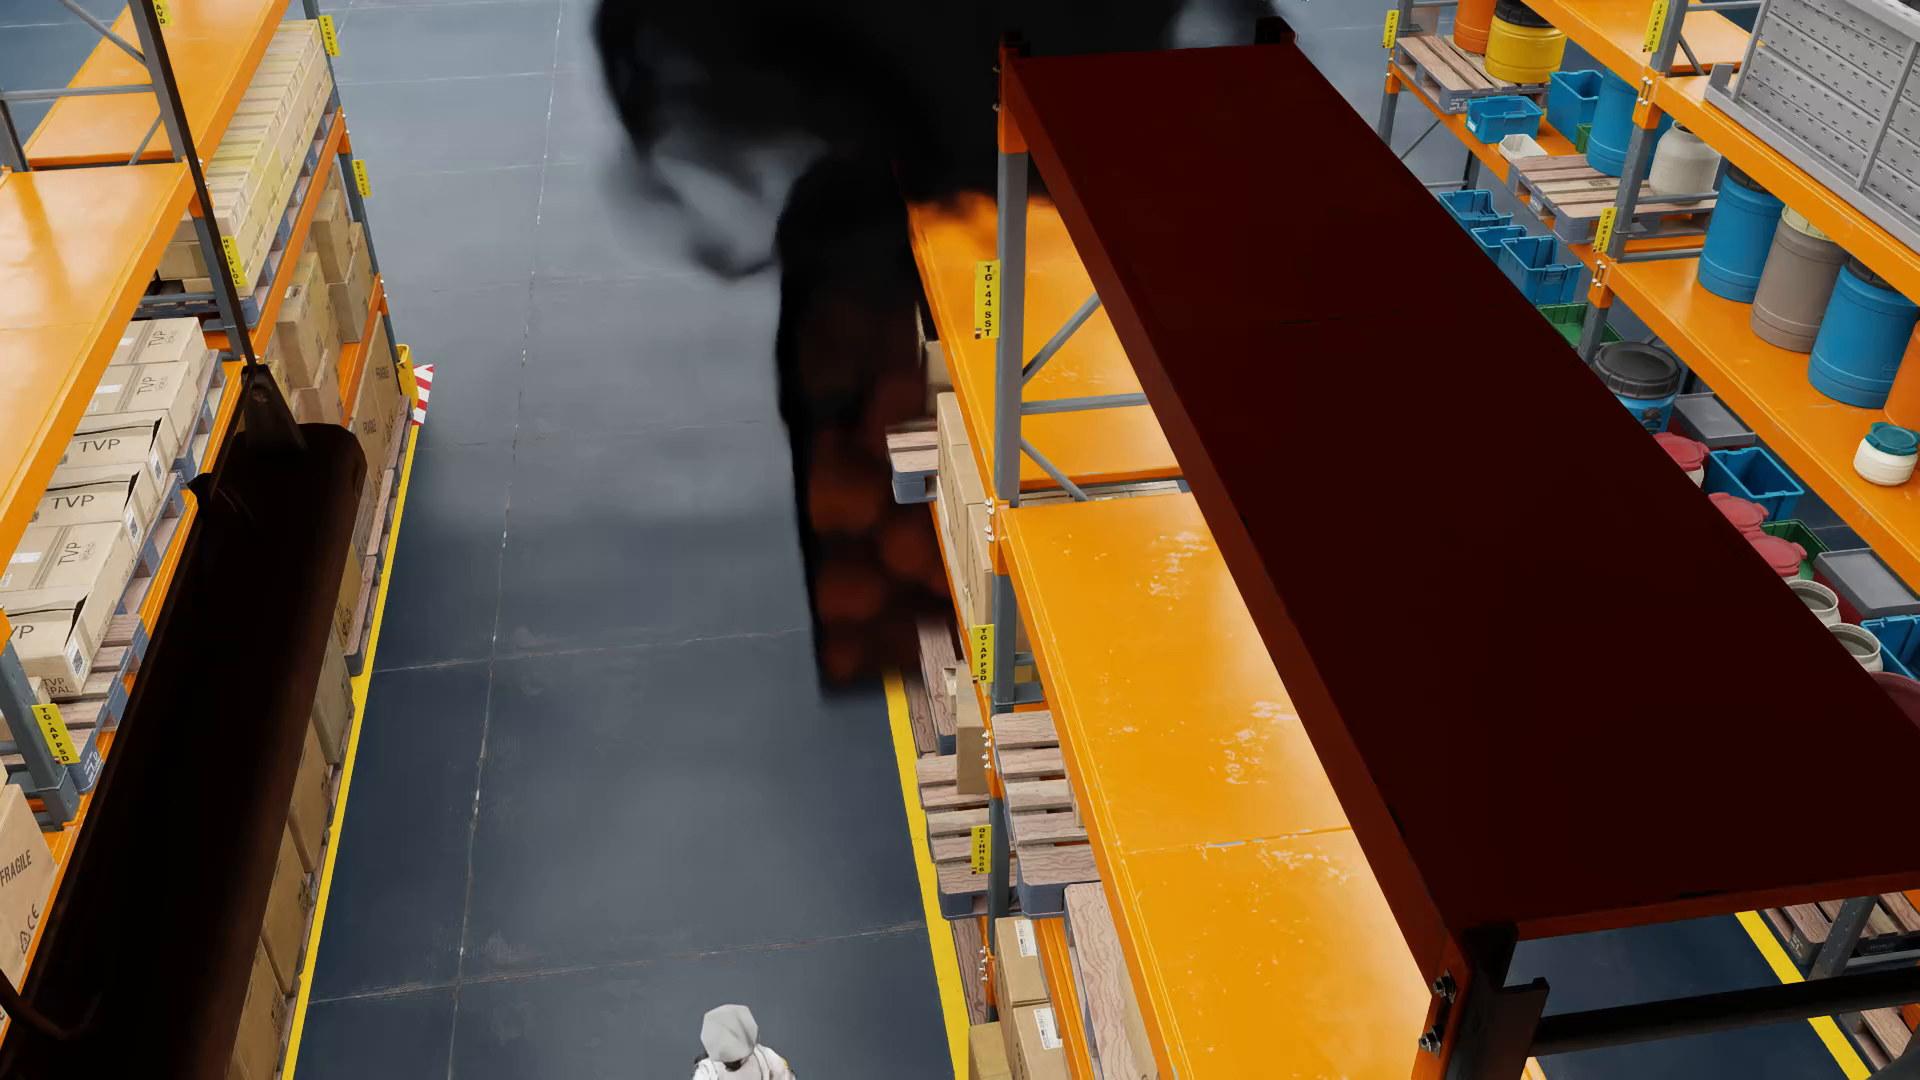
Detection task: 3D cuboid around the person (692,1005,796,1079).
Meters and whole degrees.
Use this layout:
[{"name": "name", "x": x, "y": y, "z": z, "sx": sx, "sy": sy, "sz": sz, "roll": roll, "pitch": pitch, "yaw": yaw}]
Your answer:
[{"name": "person", "x": -1.018, "y": 2.768, "z": 7.744, "sx": 0.576, "sy": 1.732, "sz": 0.829, "roll": -8, "pitch": 37, "yaw": -11}]

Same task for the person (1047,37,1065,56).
[{"name": "person", "x": 0.950, "y": -4.733, "z": 18.479, "sx": 0.677, "sy": 1.738, "sz": 0.592, "roll": 12, "pitch": 38, "yaw": 16}]
